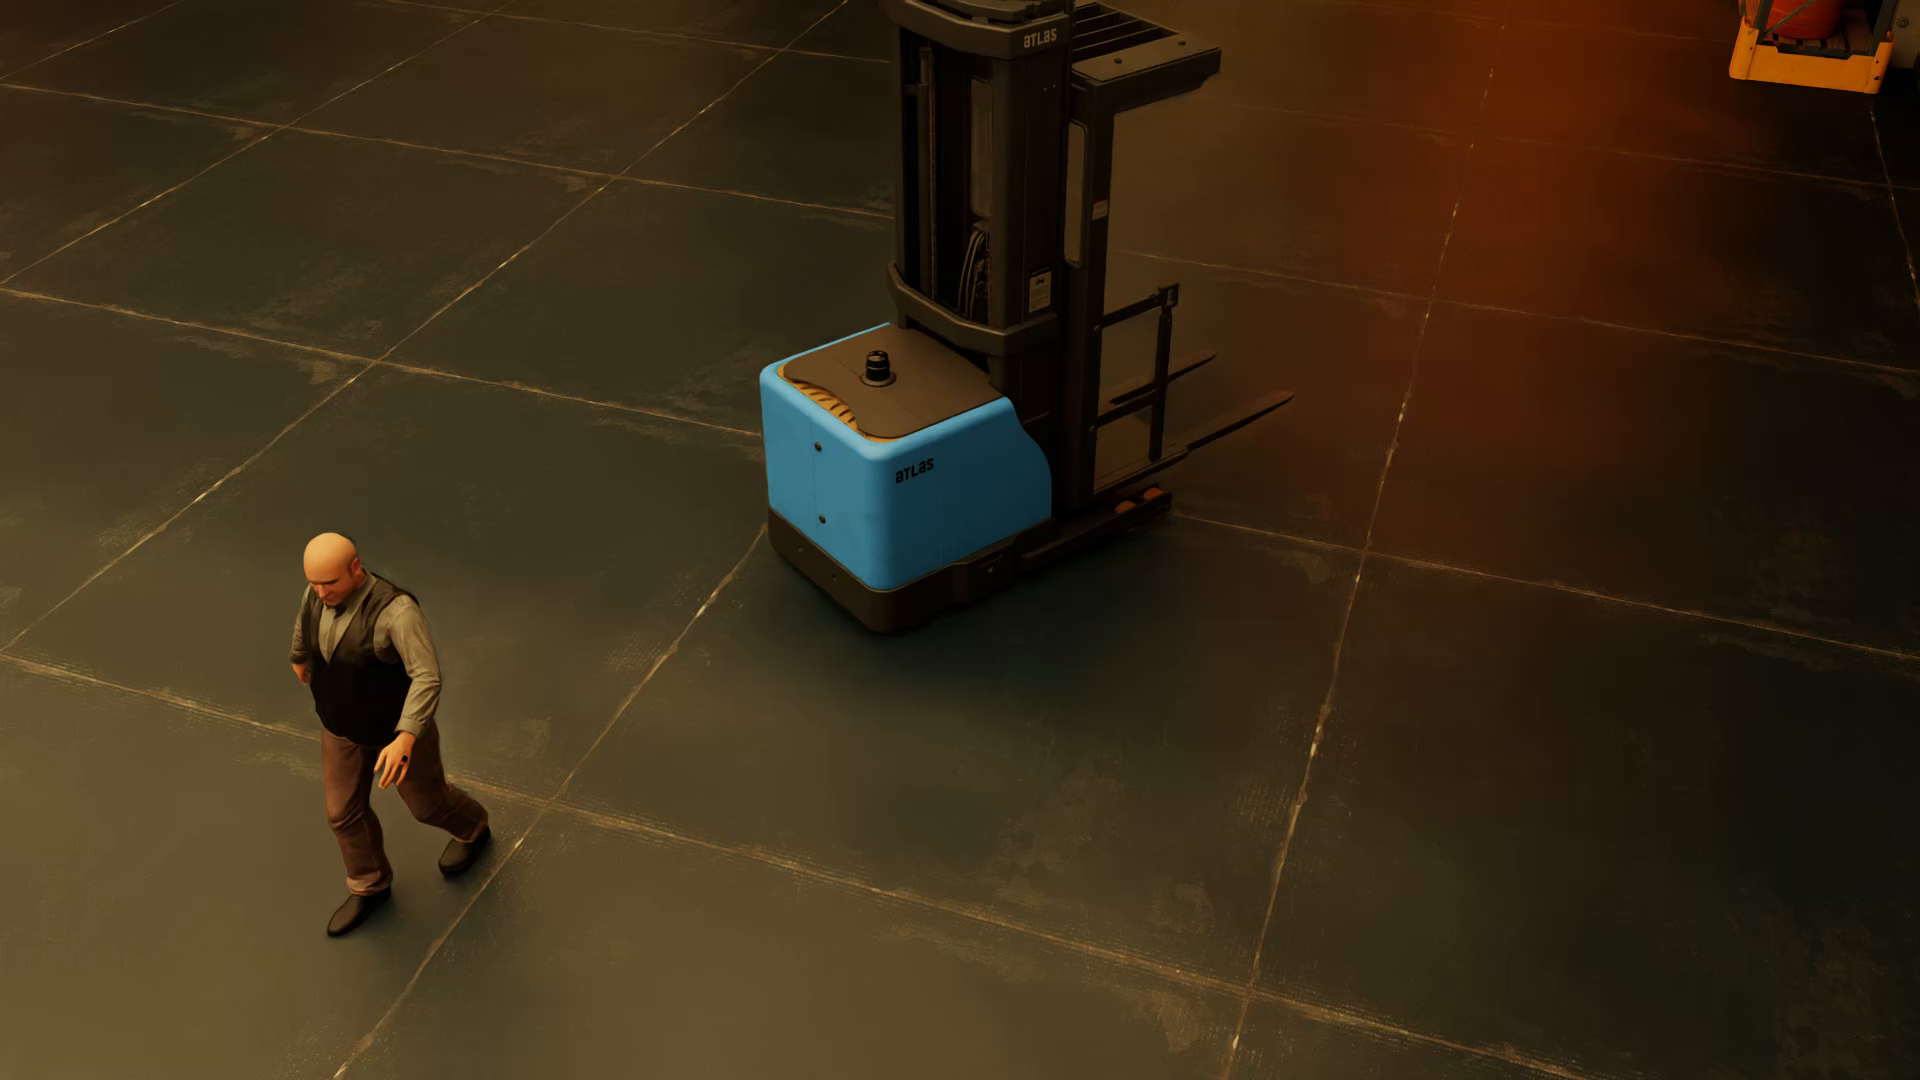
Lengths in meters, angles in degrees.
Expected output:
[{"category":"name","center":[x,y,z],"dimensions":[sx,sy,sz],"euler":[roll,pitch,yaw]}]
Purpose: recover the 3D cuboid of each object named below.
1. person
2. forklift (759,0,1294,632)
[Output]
[{"category":"person","center":[-2.228,0.738,6.248],"dimensions":[0.943,1.591,0.756],"euler":[14,38,19]},{"category":"forklift","center":[0.495,-1.451,8.157],"dimensions":[3.031,2.935,1.130],"euler":[-24,42,-30]}]
